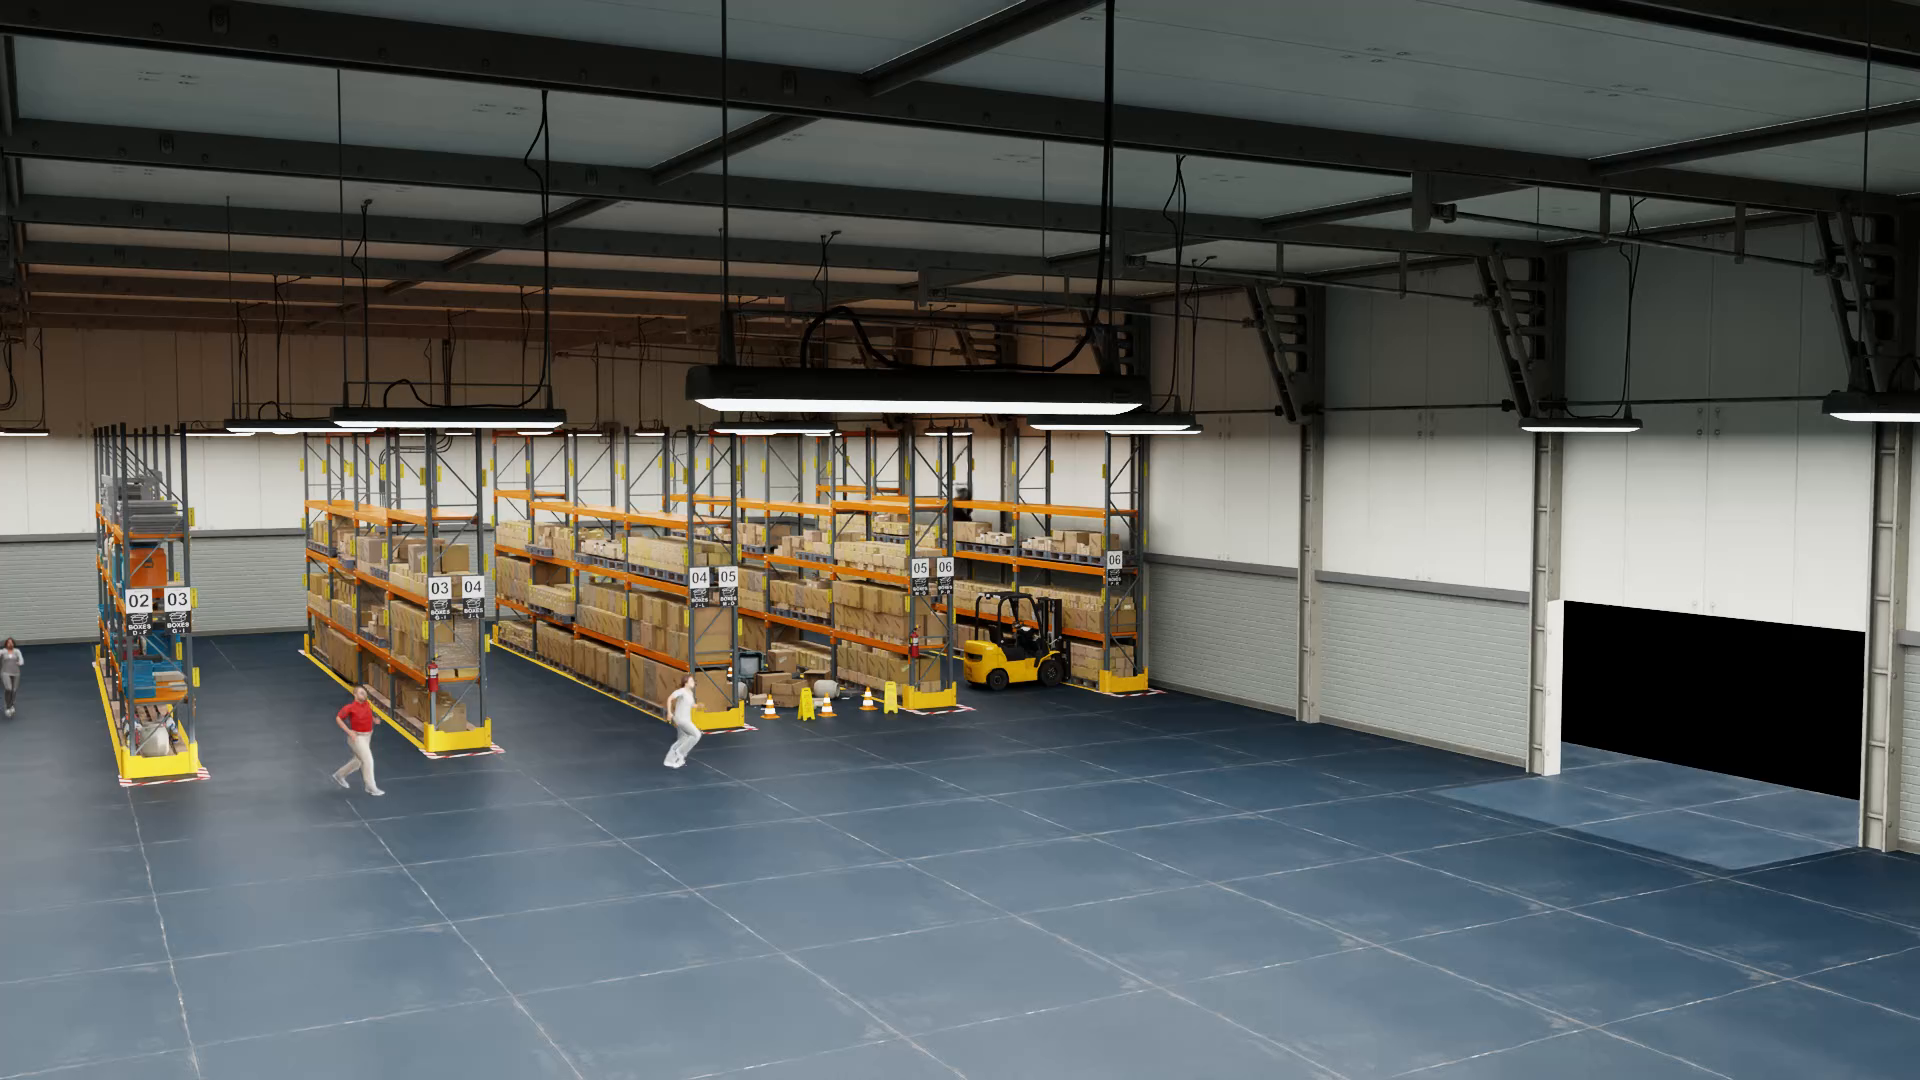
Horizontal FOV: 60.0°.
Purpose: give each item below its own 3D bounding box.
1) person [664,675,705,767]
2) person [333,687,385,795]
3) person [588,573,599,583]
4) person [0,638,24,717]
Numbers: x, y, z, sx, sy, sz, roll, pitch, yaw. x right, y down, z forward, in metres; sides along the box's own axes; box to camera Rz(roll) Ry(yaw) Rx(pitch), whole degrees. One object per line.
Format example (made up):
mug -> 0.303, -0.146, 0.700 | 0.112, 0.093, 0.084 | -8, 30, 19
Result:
person -> -4.784, 3.145, 28.864 | 0.732, 1.615, 0.599 | 1, 4, 9
person -> -9.717, 3.236, 26.894 | 0.892, 1.750, 0.646 | 1, 3, 9
person -> -11.050, 1.831, 49.896 | 0.698, 1.738, 0.632 | 3, 5, 44
person -> -19.686, 2.839, 34.460 | 0.503, 1.627, 0.694 | -3, 5, -45
